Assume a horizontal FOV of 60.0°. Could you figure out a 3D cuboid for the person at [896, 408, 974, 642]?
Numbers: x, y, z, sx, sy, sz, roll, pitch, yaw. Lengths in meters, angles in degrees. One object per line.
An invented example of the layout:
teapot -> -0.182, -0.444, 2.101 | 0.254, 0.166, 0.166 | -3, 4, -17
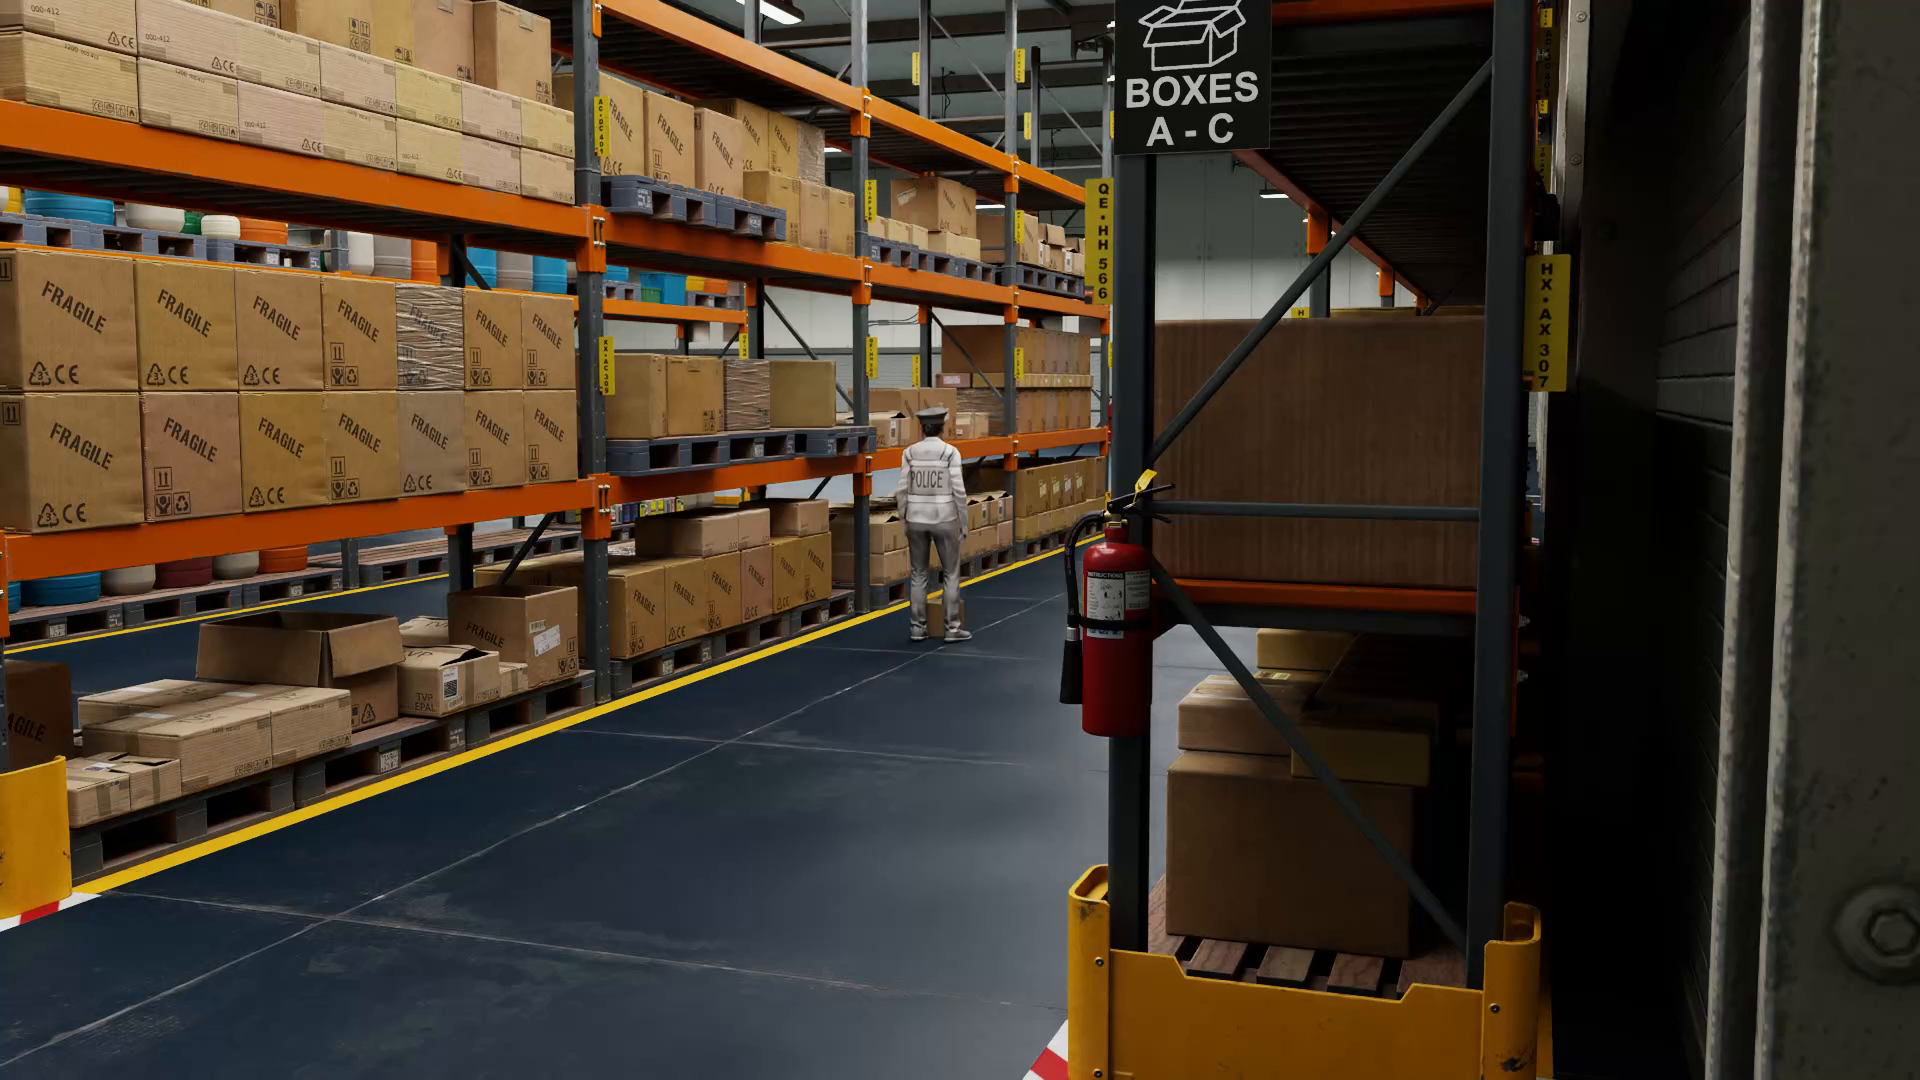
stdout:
person -> -0.187, -0.105, 11.865 | 0.534, 1.661, 0.375 | 1, 6, 16
